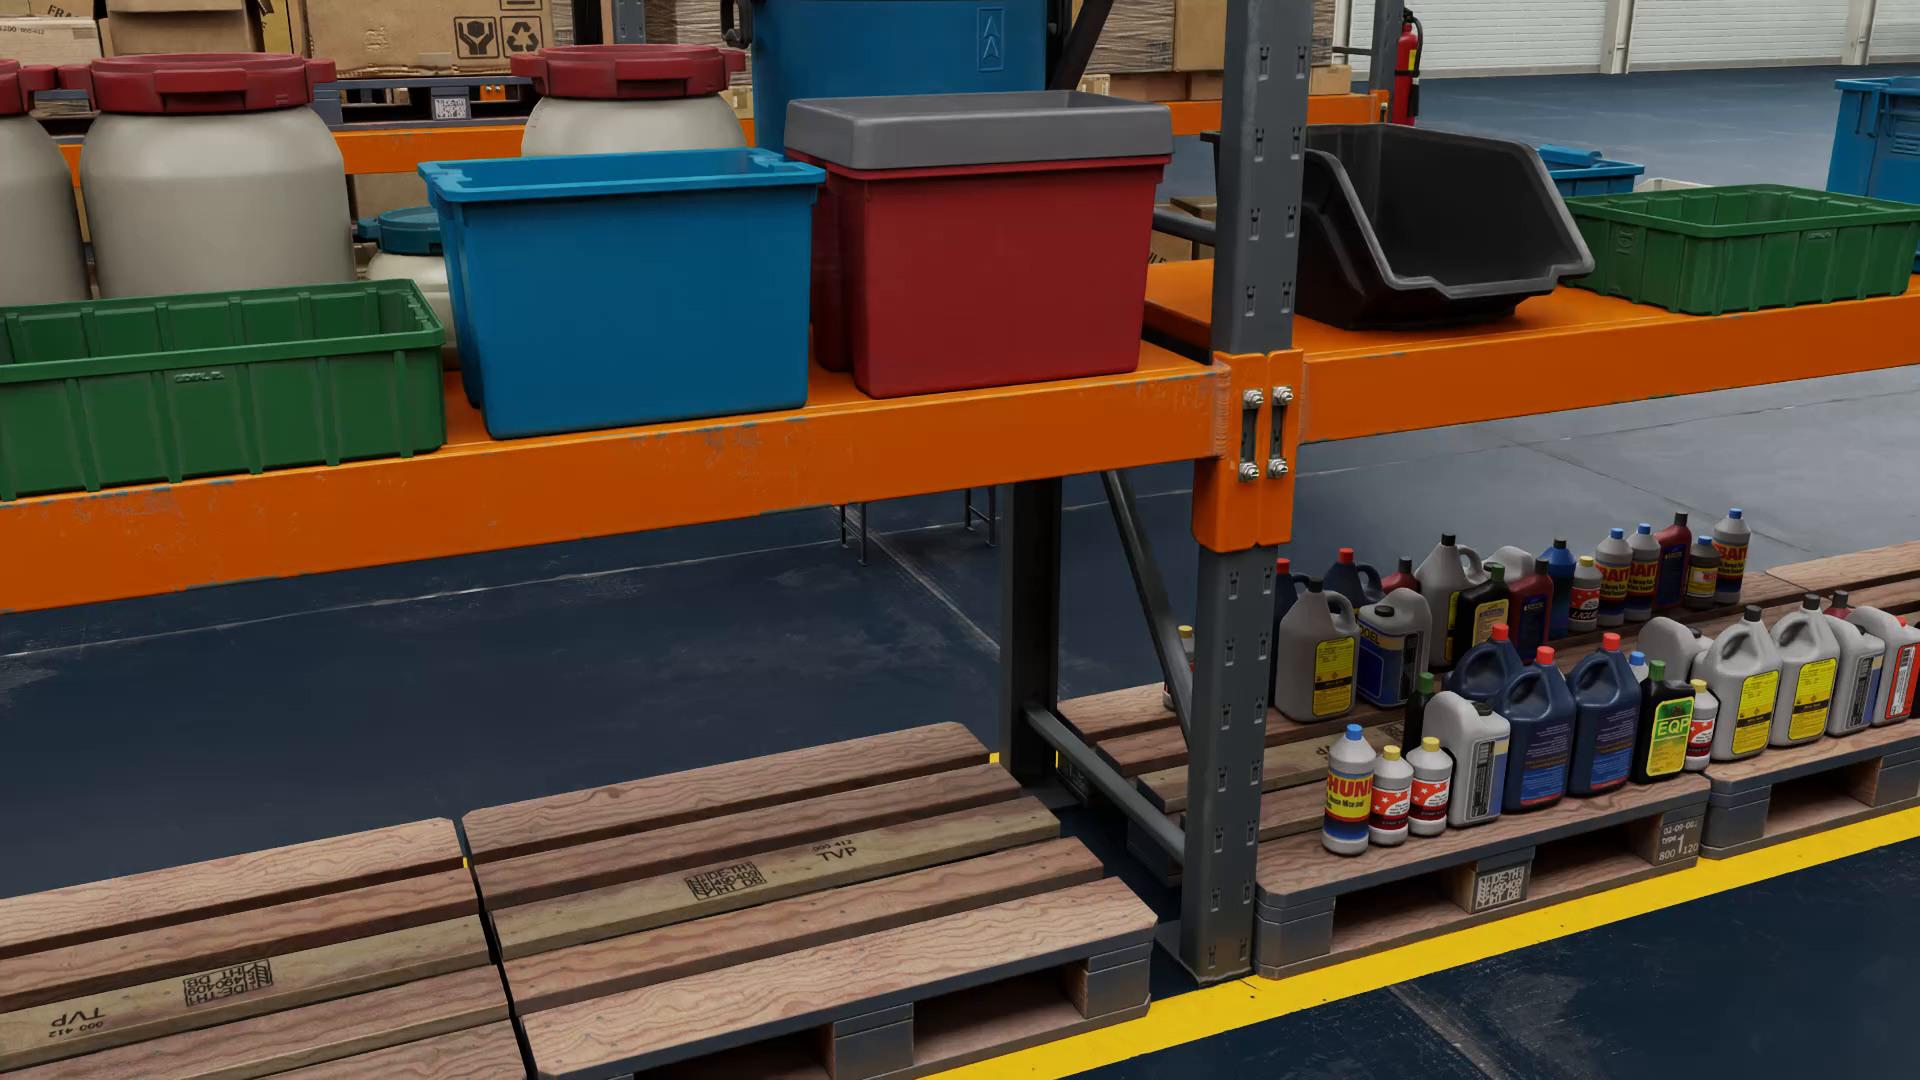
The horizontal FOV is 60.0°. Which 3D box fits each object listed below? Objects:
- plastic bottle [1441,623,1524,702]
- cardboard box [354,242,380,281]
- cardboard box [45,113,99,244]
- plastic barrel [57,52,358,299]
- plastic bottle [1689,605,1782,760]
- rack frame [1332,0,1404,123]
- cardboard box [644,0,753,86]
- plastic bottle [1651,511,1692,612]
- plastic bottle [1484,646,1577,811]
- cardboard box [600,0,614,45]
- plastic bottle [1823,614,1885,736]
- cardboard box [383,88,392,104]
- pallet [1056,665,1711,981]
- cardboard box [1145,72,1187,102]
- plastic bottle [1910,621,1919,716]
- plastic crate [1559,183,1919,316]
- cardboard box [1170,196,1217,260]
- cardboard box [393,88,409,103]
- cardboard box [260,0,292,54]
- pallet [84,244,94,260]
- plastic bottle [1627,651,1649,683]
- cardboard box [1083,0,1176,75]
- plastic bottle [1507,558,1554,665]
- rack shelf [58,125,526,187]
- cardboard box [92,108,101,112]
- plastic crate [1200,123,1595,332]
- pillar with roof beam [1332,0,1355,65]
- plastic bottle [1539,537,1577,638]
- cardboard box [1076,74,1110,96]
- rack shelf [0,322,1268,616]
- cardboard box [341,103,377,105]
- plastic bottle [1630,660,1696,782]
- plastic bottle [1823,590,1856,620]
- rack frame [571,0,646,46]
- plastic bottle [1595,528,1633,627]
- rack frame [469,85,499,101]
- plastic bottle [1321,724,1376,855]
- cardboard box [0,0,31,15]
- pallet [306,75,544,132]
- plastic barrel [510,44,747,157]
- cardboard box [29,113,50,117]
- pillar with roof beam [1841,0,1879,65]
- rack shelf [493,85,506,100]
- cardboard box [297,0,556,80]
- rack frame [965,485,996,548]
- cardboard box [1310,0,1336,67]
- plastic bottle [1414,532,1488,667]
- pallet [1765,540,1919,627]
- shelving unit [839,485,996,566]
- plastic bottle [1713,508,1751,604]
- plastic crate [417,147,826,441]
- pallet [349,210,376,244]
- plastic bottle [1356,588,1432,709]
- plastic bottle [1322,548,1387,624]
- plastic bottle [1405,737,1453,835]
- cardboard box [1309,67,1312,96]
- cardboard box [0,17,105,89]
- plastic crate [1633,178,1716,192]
[{"bbox_3d":[1.199,0.363,3.801,0.185,0.351,0.144,-8,21,-22],"label":"plastic bottle"},{"bbox_3d":[-2.629,-1.063,7.627,0.500,0.500,0.700,-8,21,-22],"label":"cardboard box"},{"bbox_3d":[-5.760,-2.471,11.279,0.750,0.750,1.050,-8,21,-21],"label":"cardboard box"},{"bbox_3d":[-1.289,-0.564,2.903,0.433,0.535,0.433,0,19,0],"label":"plastic barrel"},{"bbox_3d":[1.820,0.326,3.906,0.185,0.351,0.144,-8,21,-22],"label":"plastic bottle"},{"bbox_3d":[2.061,-2.692,9.152,0.127,3.000,1.000,-8,21,-22],"label":"rack frame"},{"bbox_3d":[-1.174,-2.394,7.706,0.500,0.500,0.875,-8,21,-22],"label":"cardboard box"},{"bbox_3d":[2.020,0.060,4.764,0.133,0.283,0.061,-8,21,-21],"label":"plastic bottle"},{"bbox_3d":[1.256,0.407,3.677,0.185,0.351,0.144,-8,21,-20],"label":"plastic bottle"},{"bbox_3d":[-2.653,-3.894,12.339,0.550,0.550,0.875,-8,21,-22],"label":"cardboard box"},{"bbox_3d":[2.141,0.314,4.053,0.135,0.276,0.152,-9,21,-23],"label":"plastic bottle"},{"bbox_3d":[-6.931,-5.565,20.819,0.500,0.250,0.500,-8,21,-21],"label":"cardboard box"},{"bbox_3d":[0.984,0.584,4.045,1.213,0.211,1.003,-8,21,-22],"label":"pallet"},{"bbox_3d":[0.961,-2.344,8.540,0.250,0.149,0.380,-8,21,-22],"label":"cardboard box"},{"bbox_3d":[2.411,0.288,4.115,0.133,0.283,0.061,-8,21,-21],"label":"plastic bottle"},{"bbox_3d":[1.709,-0.648,3.665,0.662,0.188,0.450,-8,21,-22],"label":"plastic crate"},{"bbox_3d":[1.481,-1.634,9.278,0.500,0.500,0.500,-4,20,-12],"label":"cardboard box"},{"bbox_3d":[-4.804,-3.827,14.999,0.500,0.500,0.500,-8,21,-22],"label":"cardboard box"},{"bbox_3d":[-4.784,-3.456,11.170,0.500,0.500,0.500,-8,21,-21],"label":"cardboard box"},{"bbox_3d":[-6.402,-1.931,11.189,1.213,0.211,1.003,-8,21,-22],"label":"pallet"},{"bbox_3d":[1.550,0.389,3.848,0.097,0.271,0.097,0,19,0],"label":"plastic bottle"},{"bbox_3d":[0.658,-2.661,8.464,0.500,0.500,0.875,-8,21,-22],"label":"cardboard box"},{"bbox_3d":[1.494,0.190,4.393,0.133,0.283,0.061,-8,21,-22],"label":"plastic bottle"},{"bbox_3d":[-3.448,-1.564,7.029,4.000,0.370,1.077,-8,21,-22],"label":"rack shelf"},{"bbox_3d":[-10.004,-5.419,19.840,0.625,0.625,0.875,-7,21,-20],"label":"cardboard box"},{"bbox_3d":[0.882,-0.656,3.463,0.504,0.338,0.767,-8,21,-22],"label":"plastic crate"},{"bbox_3d":[7.894,-10.506,22.311,0.400,9.000,9.100,-8,21,-22],"label":"pillar with roof beam"},{"bbox_3d":[1.642,0.126,4.593,0.097,0.271,0.097,0,19,0],"label":"plastic bottle"},{"bbox_3d":[0.546,-2.244,8.257,0.250,0.149,0.380,-8,21,-22],"label":"cardboard box"},{"bbox_3d":[-1.486,-0.053,2.740,4.000,0.370,1.077,-8,21,-22],"label":"rack shelf"},{"bbox_3d":[-6.017,-4.077,16.409,0.625,0.372,0.950,-8,21,-21],"label":"cardboard box"},{"bbox_3d":[1.597,0.405,3.784,0.133,0.283,0.061,-7,21,-20],"label":"plastic bottle"},{"bbox_3d":[2.226,0.260,4.196,0.133,0.283,0.061,-8,21,-22],"label":"plastic bottle"},{"bbox_3d":[-1.611,-2.166,7.657,0.127,3.000,1.000,-8,21,-22],"label":"rack frame"},{"bbox_3d":[1.829,0.099,4.669,0.097,0.271,0.097,0,19,0],"label":"plastic bottle"},{"bbox_3d":[-3.483,-3.692,11.991,0.127,3.000,1.000,-8,21,-22],"label":"rack frame"},{"bbox_3d":[0.817,0.516,3.487,0.097,0.271,0.097,0,19,0],"label":"plastic bottle"},{"bbox_3d":[-6.171,-3.257,10.606,0.500,0.500,0.500,-8,21,-22],"label":"cardboard box"},{"bbox_3d":[-2.371,-2.019,7.529,1.213,0.211,1.003,-8,21,-22],"label":"pallet"},{"bbox_3d":[-0.615,-0.661,3.177,0.433,0.535,0.433,0,19,0],"label":"plastic barrel"},{"bbox_3d":[-8.687,-3.692,15.315,0.625,0.372,0.950,-10,22,-26],"label":"cardboard box"},{"bbox_3d":[18.912,-12.085,26.795,0.400,9.000,9.100,-8,21,-22],"label":"pillar with roof beam"},{"bbox_3d":[-1.647,-3.616,12.857,4.000,0.370,1.077,-8,21,-22],"label":"rack shelf"},{"bbox_3d":[-2.396,-2.585,7.312,1.000,1.000,1.000,-8,21,-22],"label":"cardboard box"},{"bbox_3d":[0.072,-0.576,5.852,0.015,1.200,0.240,-8,21,-22],"label":"rack frame"},{"bbox_3d":[1.546,-2.816,8.904,0.500,0.500,0.875,-8,21,-22],"label":"cardboard box"},{"bbox_3d":[1.300,0.146,4.417,0.185,0.351,0.144,-8,21,-22],"label":"plastic bottle"},{"bbox_3d":[3.224,0.263,4.957,1.213,0.211,1.003,-8,21,-22],"label":"pallet"},{"bbox_3d":[-0.152,-0.544,5.761,0.503,1.200,0.258,-8,21,-22],"label":"shelving unit"},{"bbox_3d":[2.235,0.041,4.835,0.097,0.271,0.097,0,19,0],"label":"plastic bottle"},{"bbox_3d":[-0.539,-0.408,2.689,0.575,0.384,0.392,-8,21,-22],"label":"plastic crate"},{"bbox_3d":[-4.162,-2.252,12.100,1.213,0.211,1.003,-8,21,-22],"label":"pallet"},{"bbox_3d":[1.086,0.266,4.190,0.135,0.276,0.152,-8,21,-22],"label":"plastic bottle"},{"bbox_3d":[1.004,0.188,4.296,0.185,0.351,0.144,-9,21,-25],"label":"plastic bottle"},{"bbox_3d":[1.003,0.522,3.575,0.097,0.201,0.097,0,19,0],"label":"plastic bottle"},{"bbox_3d":[1.652,-2.441,8.815,0.250,0.149,0.380,-8,21,-22],"label":"cardboard box"},{"bbox_3d":[-3.654,-1.917,6.545,0.500,0.250,0.500,-9,21,-23],"label":"cardboard box"},{"bbox_3d":[1.741,-0.822,4.237,0.437,0.136,0.530,-8,21,-22],"label":"plastic crate"}]
